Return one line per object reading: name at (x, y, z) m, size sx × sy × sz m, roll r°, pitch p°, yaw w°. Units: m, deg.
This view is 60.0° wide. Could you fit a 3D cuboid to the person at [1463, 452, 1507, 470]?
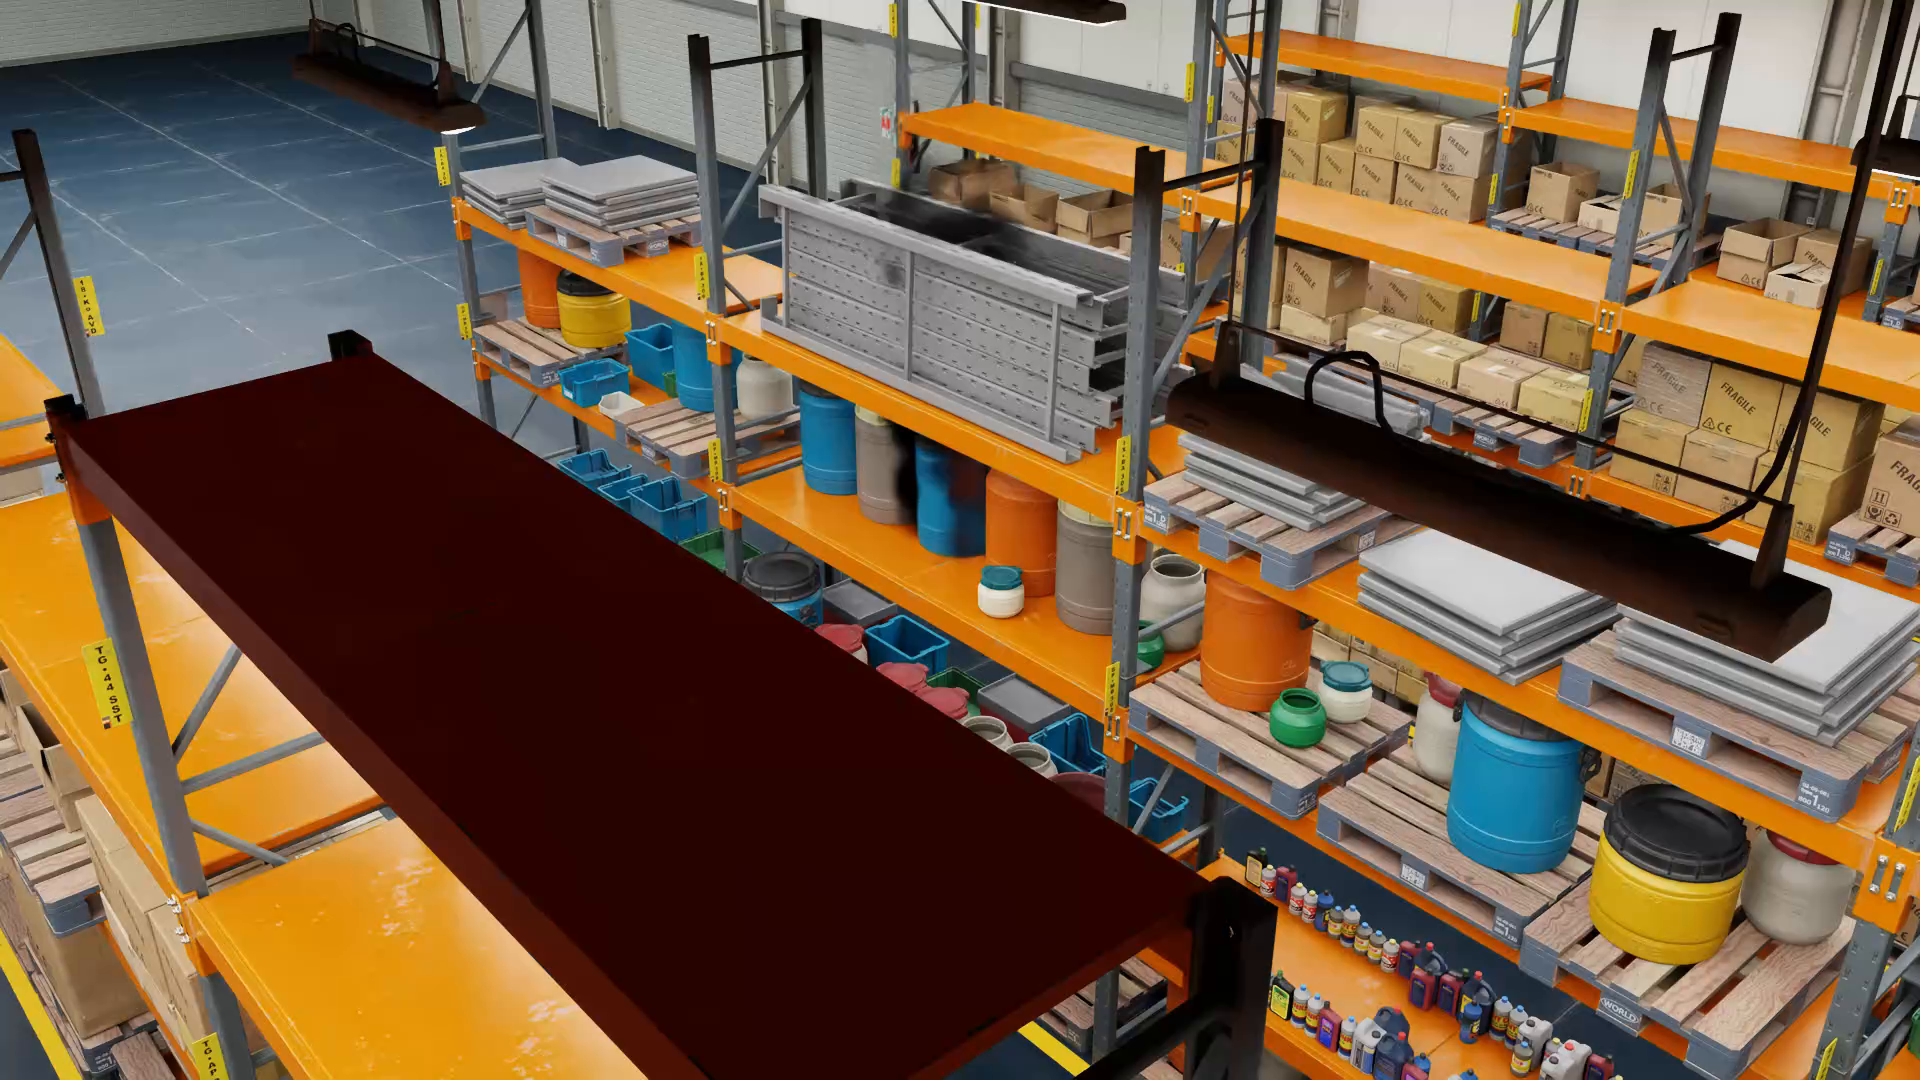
person at (5.170, -0.472, 16.579) m, size 0.780 × 1.748 × 0.663 m, roll 21°, pitch 34°, yaw 35°
